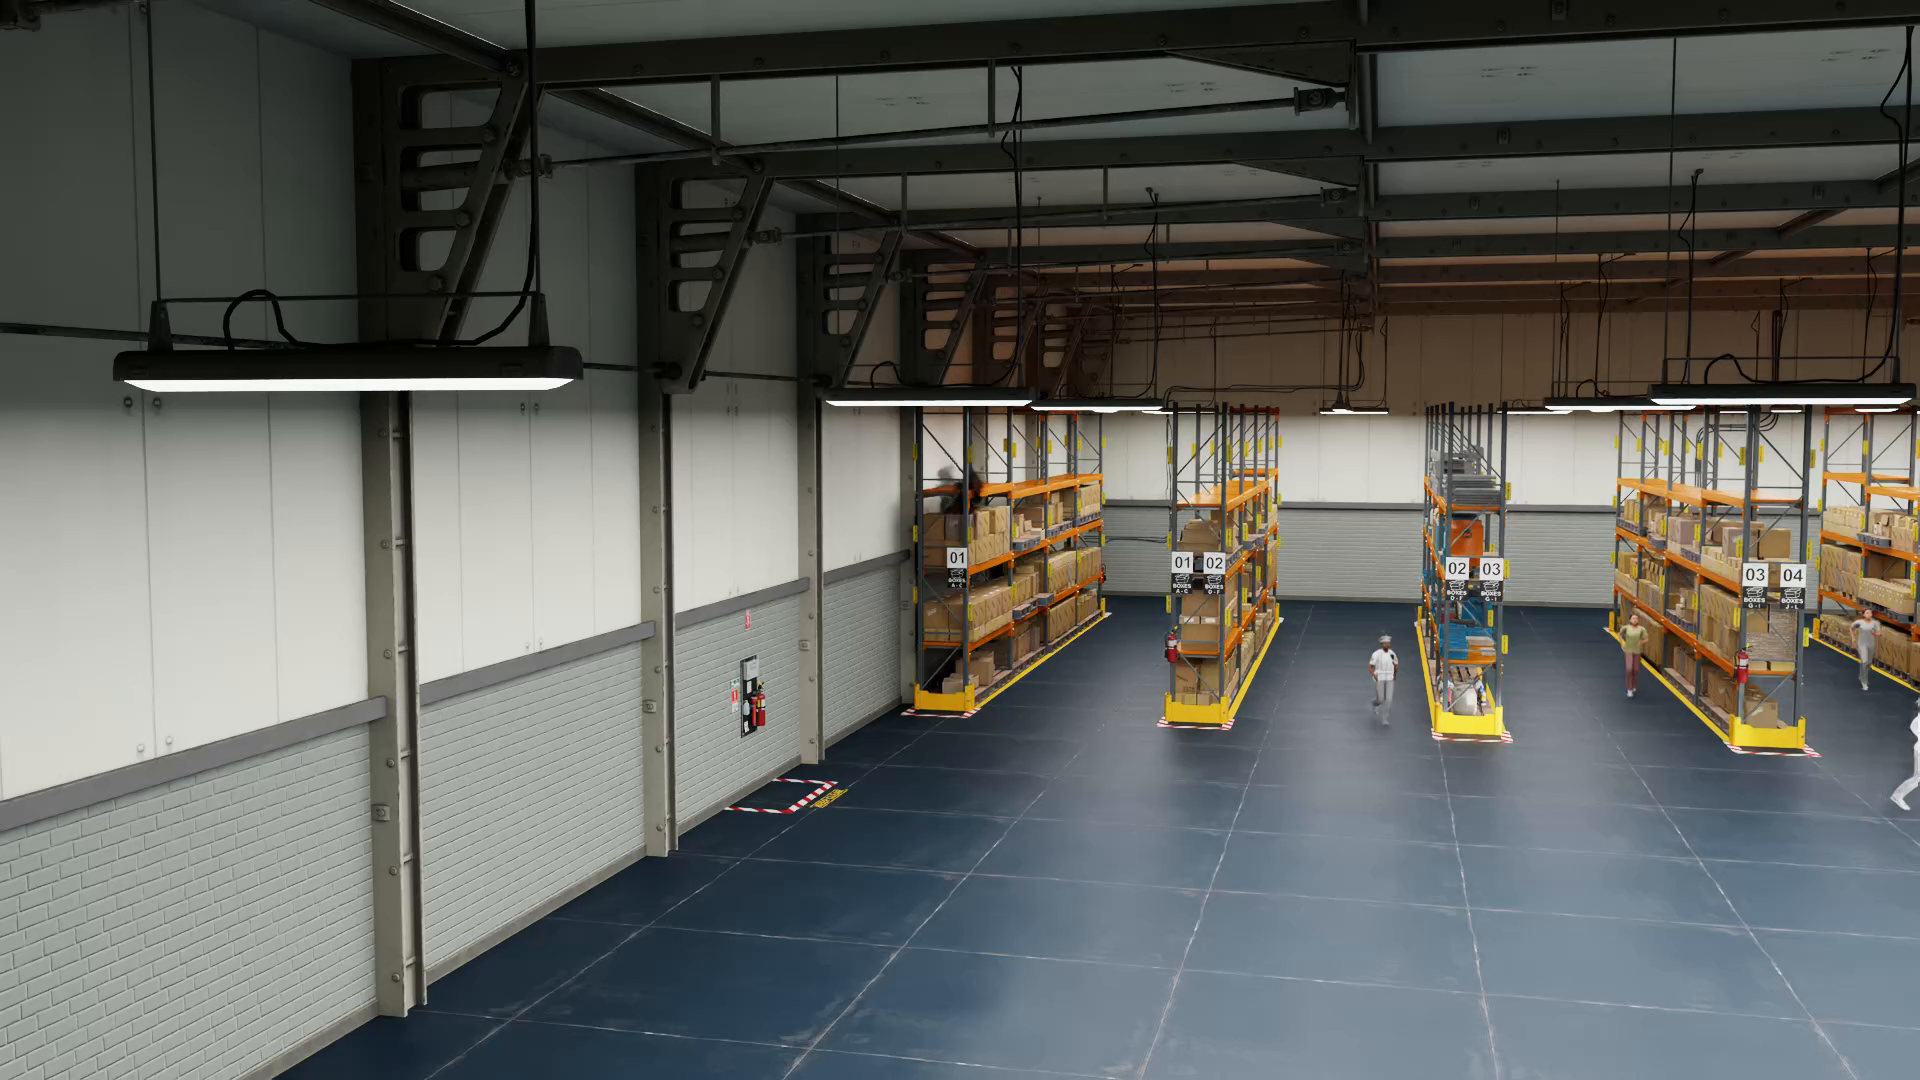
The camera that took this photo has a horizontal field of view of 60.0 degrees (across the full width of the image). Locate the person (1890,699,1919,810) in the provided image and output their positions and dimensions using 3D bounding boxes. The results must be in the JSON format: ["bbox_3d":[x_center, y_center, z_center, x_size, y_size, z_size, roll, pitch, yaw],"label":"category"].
[{"bbox_3d":[13.878,3.082,23.889,0.852,1.708,0.605,4,6,42],"label":"person"}]

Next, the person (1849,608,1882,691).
[{"bbox_3d":[19.143,2.279,35.155,0.541,1.715,0.830,1,4,8],"label":"person"}]

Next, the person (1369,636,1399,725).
[{"bbox_3d":[7.944,2.604,31.111,0.568,1.652,0.616,0,4,-1],"label":"person"}]

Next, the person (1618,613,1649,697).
[{"bbox_3d":[13.892,2.357,34.300,0.581,1.713,0.726,1,4,15],"label":"person"}]

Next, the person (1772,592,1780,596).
[{"bbox_3d":[20.685,1.728,42.234,0.695,1.822,0.779,1,4,17],"label":"person"}]
